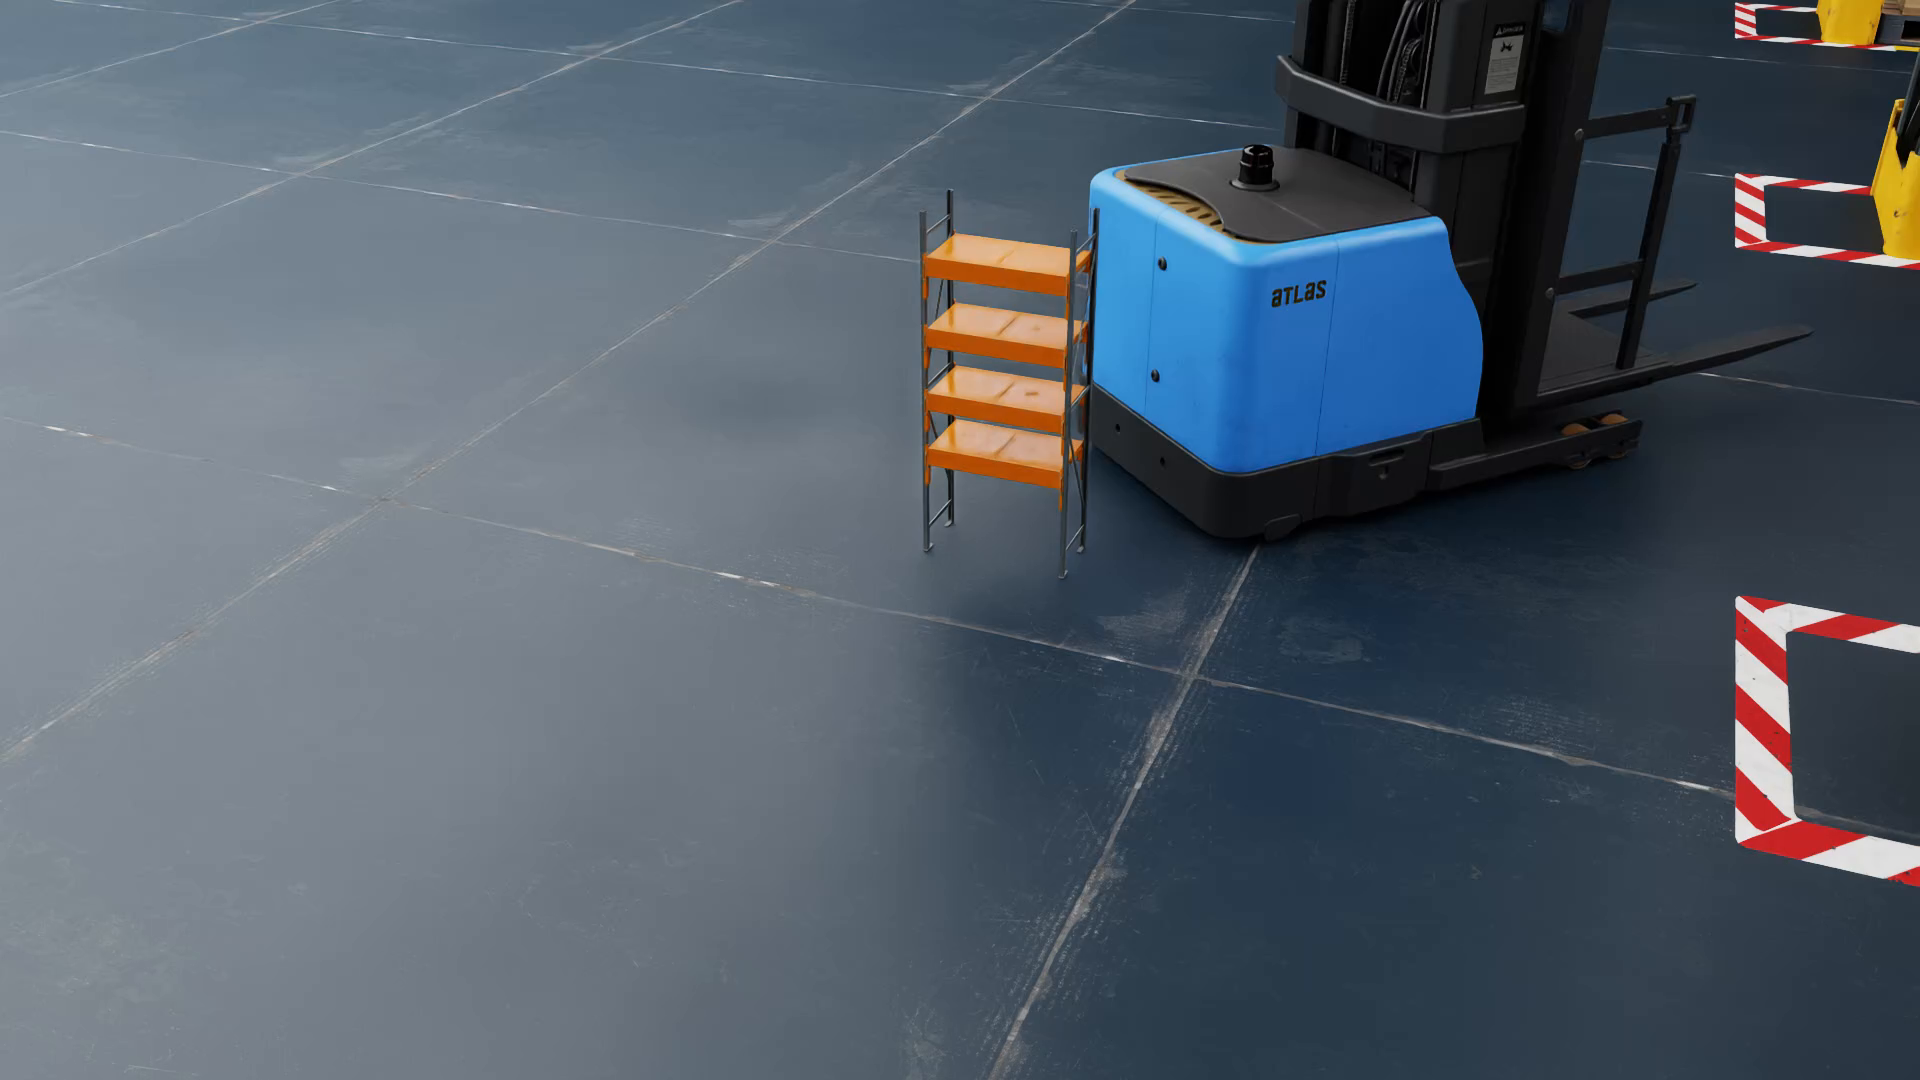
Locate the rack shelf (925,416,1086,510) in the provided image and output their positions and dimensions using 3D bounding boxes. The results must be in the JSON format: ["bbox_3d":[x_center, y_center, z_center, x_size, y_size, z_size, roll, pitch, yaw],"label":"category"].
[{"bbox_3d":[0.153,-0.260,5.531,0.480,0.148,0.258,11,31,19],"label":"rack shelf"}]

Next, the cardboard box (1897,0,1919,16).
[{"bbox_3d":[7.150,-3.981,12.112,0.500,0.250,0.500,11,31,19],"label":"cardboard box"}]

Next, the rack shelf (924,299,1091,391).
[{"bbox_3d":[0.153,-0.628,5.324,0.480,0.148,0.258,11,31,19],"label":"rack shelf"}]

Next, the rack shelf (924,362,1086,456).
[{"bbox_3d":[0.153,-0.433,5.434,0.480,0.148,0.258,11,31,19],"label":"rack shelf"}]

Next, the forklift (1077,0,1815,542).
[{"bbox_3d":[2.001,-1.760,5.885,3.031,2.935,1.130,-14,32,-23],"label":"forklift"}]

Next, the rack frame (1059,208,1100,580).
[{"bbox_3d":[0.380,-0.447,5.321,0.015,1.200,0.240,11,31,19],"label":"rack frame"}]

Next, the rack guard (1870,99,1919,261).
[{"bbox_3d":[4.959,-1.857,8.527,0.348,0.500,1.175,11,31,19],"label":"rack guard"}]

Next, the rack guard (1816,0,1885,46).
[{"bbox_3d":[6.715,-4.112,12.516,0.348,0.500,1.175,11,31,19],"label":"rack guard"}]

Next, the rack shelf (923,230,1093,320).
[{"bbox_3d":[0.153,-0.834,5.207,0.480,0.148,0.258,11,31,19],"label":"rack shelf"}]

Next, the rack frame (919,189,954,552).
[{"bbox_3d":[-0.073,-0.537,5.480,0.015,1.200,0.240,11,31,19],"label":"rack frame"}]

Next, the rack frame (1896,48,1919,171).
[{"bbox_3d":[4.871,-2.938,7.899,0.127,3.000,1.000,11,31,19],"label":"rack frame"}]

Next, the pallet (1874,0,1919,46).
[{"bbox_3d":[7.461,-3.859,12.363,1.213,0.211,1.003,11,31,19],"label":"pallet"}]

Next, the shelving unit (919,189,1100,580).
[{"bbox_3d":[0.153,-0.492,5.401,0.503,1.200,0.258,11,31,19],"label":"shelving unit"}]
